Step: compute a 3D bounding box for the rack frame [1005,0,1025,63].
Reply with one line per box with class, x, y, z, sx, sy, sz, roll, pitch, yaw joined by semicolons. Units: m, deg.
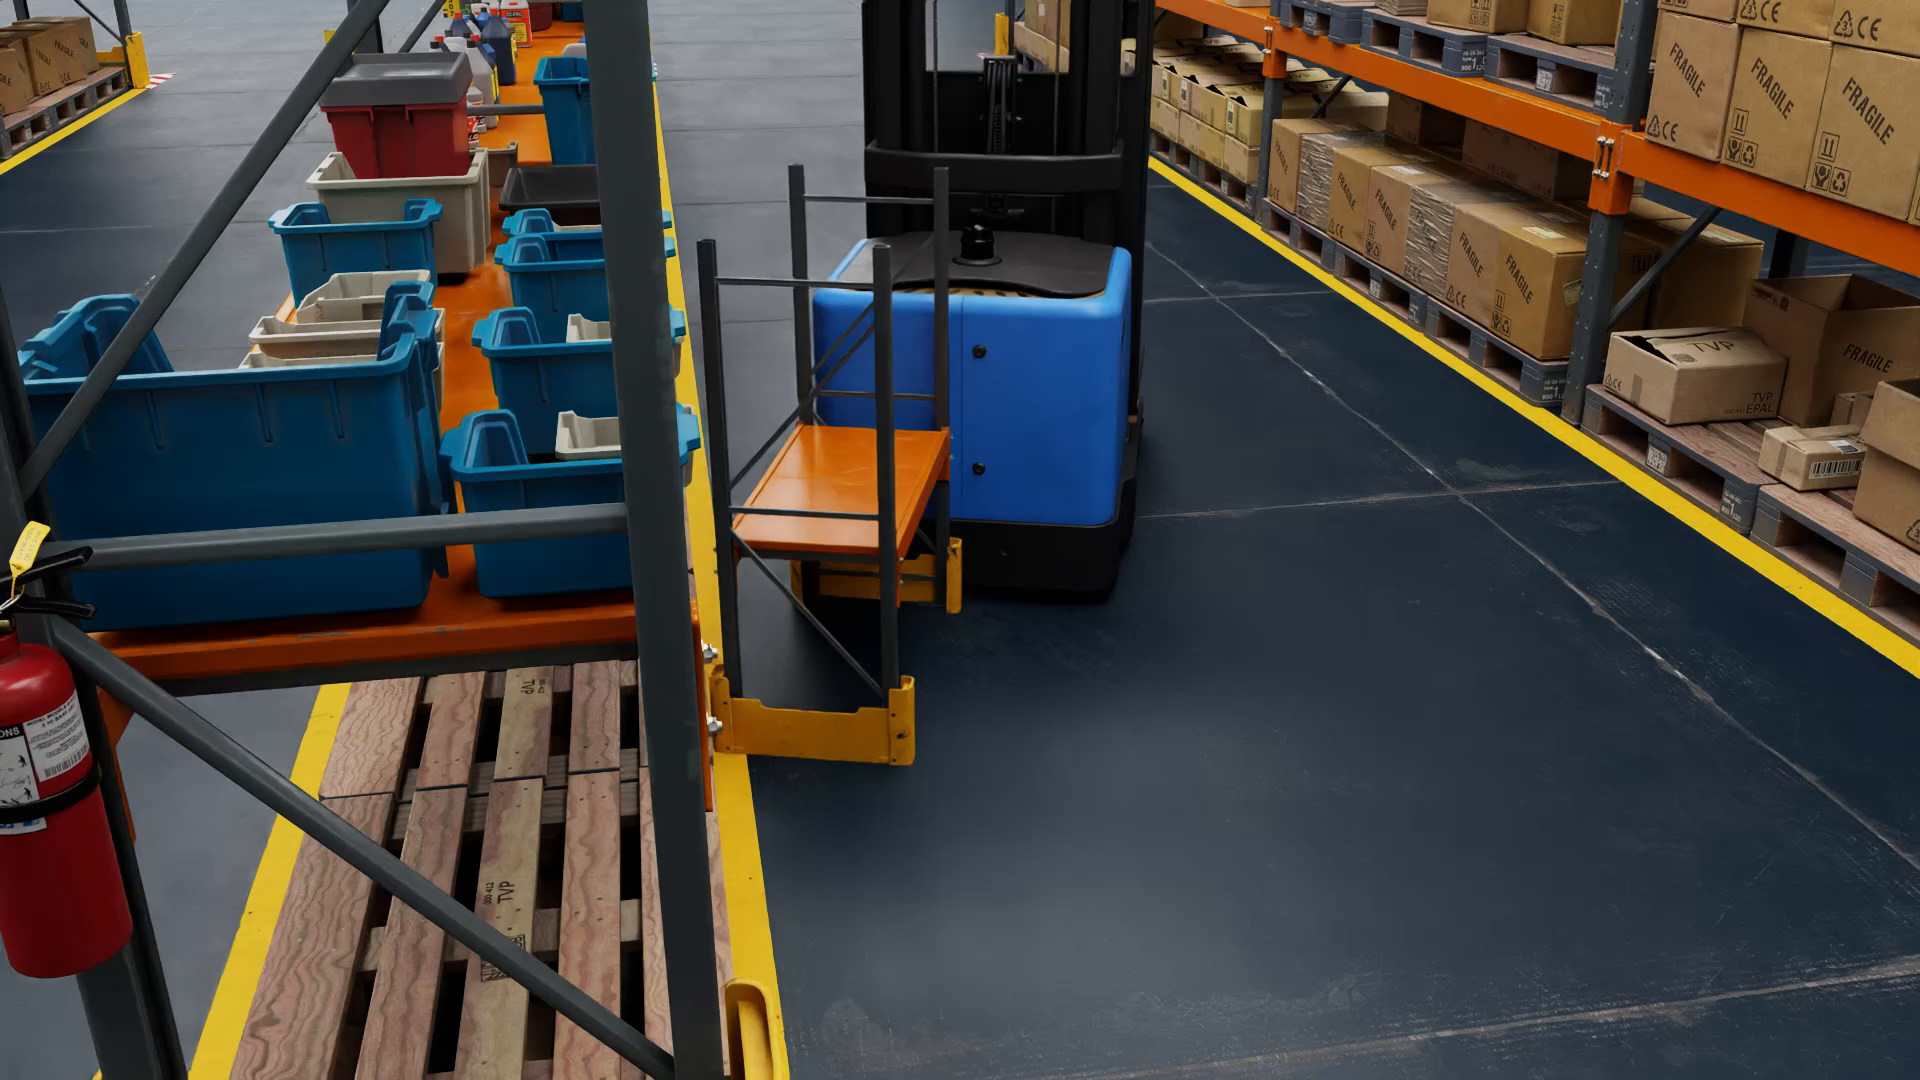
rack frame;0.990;-6.655;17.741;1.000;3.000;0.127;-4;24;-10

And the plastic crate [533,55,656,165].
plastic crate;-1.238;-1.432;5.726;0.392;0.384;0.575;-4;24;-10

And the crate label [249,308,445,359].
crate label;-1.363;-0.434;3.750;0.396;0.136;0.243;-4;24;-10

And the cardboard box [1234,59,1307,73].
cardboard box;2.368;-3.535;12.806;0.500;0.311;0.500;-5;24;-10

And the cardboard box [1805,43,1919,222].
cardboard box;3.224;-1.362;5.497;0.500;0.500;0.500;-4;24;-10

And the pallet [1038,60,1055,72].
pallet;1.395;-4.601;16.521;1.003;0.211;1.213;-4;24;-10

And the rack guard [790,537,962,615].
rack guard;-0.288;0.108;5.689;0.587;0.250;0.087;3;24;7

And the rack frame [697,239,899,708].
rack frame;-0.424;-0.069;4.534;0.500;1.500;0.032;3;24;7

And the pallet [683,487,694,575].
pallet;-1.485;-0.006;6.000;1.003;0.211;1.213;-4;24;-10

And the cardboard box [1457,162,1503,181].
cardboard box;3.072;-1.805;9.208;0.500;0.500;0.500;-5;24;-12

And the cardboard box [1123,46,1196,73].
cardboard box;1.649;-3.893;13.626;0.500;0.311;0.500;-5;24;-10

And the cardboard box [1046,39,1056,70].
cardboard box;1.147;-4.770;16.335;0.500;0.250;0.500;-4;24;-10

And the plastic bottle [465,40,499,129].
plastic bottle;-2.009;-1.896;6.904;0.144;0.351;0.185;-4;24;-10

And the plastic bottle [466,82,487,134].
plastic bottle;-1.998;-1.771;6.804;0.097;0.201;0.097;0;24;0

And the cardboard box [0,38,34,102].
cardboard box;-8.346;-4.021;14.307;0.500;0.500;0.500;-6;24;-14

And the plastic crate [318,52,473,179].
plastic crate;-1.741;-1.257;5.226;0.402;0.464;0.583;-4;24;-10

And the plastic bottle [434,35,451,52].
plastic bottle;-2.185;-1.958;7.046;0.144;0.351;0.185;-4;24;-10

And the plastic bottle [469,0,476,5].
plastic bottle;-2.621;-2.763;8.975;0.061;0.283;0.133;-4;24;-10

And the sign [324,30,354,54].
sign;-2.200;-1.657;5.951;0.100;0.325;0.005;-4;24;-10

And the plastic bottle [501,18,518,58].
plastic bottle;-2.432;-2.693;8.916;0.097;0.201;0.097;0;24;0

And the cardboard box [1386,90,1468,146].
cardboard box;2.888;-2.536;9.946;0.500;0.250;0.500;-3;24;-8

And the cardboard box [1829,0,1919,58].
cardboard box;3.210;-1.828;5.314;0.500;0.500;0.500;-5;24;-11

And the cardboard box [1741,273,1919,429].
cardboard box;3.594;-0.788;6.881;0.500;0.500;0.500;-4;24;-10

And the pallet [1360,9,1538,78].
pallet;2.834;-2.656;8.824;1.003;0.211;1.213;-4;24;-10

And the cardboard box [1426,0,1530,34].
cardboard box;2.822;-2.864;8.410;0.700;0.500;0.500;-11;26;-23

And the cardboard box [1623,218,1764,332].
cardboard box;3.359;-1.200;7.823;0.500;0.500;0.500;-5;24;-12

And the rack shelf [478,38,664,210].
rack shelf;-2.029;-2.027;8.043;1.077;0.370;4.000;-4;24;-10

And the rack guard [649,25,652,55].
rack guard;-3.818;-5.118;17.345;1.175;0.500;0.348;-4;24;-10

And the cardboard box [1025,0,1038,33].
cardboard box;0.965;-5.507;17.086;0.500;0.500;0.500;-4;24;-10

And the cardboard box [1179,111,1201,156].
cardboard box;1.944;-3.030;12.352;0.500;0.250;0.500;-4;24;-9

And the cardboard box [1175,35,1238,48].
cardboard box;2.087;-4.133;14.176;0.500;0.311;0.500;-4;24;-10

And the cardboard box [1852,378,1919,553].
cardboard box;3.562;-0.254;5.654;0.797;0.503;0.637;-4;24;-10

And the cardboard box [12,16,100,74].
cardboard box;-8.647;-4.724;15.916;0.500;0.500;0.500;0;24;0

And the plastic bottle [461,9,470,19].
plastic bottle;-2.528;-2.567;8.526;0.061;0.283;0.133;-4;24;-10

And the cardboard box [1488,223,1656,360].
cardboard box;2.837;-1.164;7.742;0.500;0.500;0.500;-4;24;-10

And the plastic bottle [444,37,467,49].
plastic bottle;-2.278;-2.131;7.536;0.152;0.276;0.135;-4;24;-10

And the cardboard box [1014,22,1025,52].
cardboard box;0.871;-5.360;17.686;0.500;0.250;0.500;-4;24;-10

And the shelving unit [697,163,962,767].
shelving unit;-0.356;-0.267;4.987;0.587;1.500;1.083;3;24;7

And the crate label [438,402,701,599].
crate label;-0.642;-0.069;2.795;0.416;0.233;0.303;-4;24;-10

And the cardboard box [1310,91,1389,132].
cardboard box;2.662;-2.926;11.411;0.500;0.311;0.500;-4;24;-8

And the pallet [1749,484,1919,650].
pallet;3.564;0.094;5.772;1.003;0.211;1.213;-4;24;-10

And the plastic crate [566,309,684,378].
plastic crate;-0.745;-0.424;3.728;0.250;0.136;0.298;-4;24;-10

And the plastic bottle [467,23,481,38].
plastic bottle;-2.380;-2.347;8.031;0.152;0.276;0.135;-4;24;-10

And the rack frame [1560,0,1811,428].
rack frame;3.209;-1.935;6.933;1.000;3.000;0.127;-4;24;-10

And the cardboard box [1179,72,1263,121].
cardboard box;1.938;-3.289;12.242;0.500;0.311;0.500;-4;24;-10

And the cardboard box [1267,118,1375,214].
cardboard box;2.273;-2.365;10.490;0.500;0.500;0.500;-3;24;-7

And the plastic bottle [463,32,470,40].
plastic bottle;-2.292;-2.229;7.767;0.097;0.271;0.097;0;24;0

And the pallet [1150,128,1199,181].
pallet;2.134;-3.036;12.938;1.003;0.211;1.213;-4;24;-10

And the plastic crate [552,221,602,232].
plastic crate;-1.042;-0.814;4.621;0.293;0.136;0.466;-4;24;-10

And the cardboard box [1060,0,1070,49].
cardboard box;1.252;-4.918;15.737;0.500;0.500;0.500;-4;24;-10

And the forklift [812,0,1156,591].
forklift;0.212;-1.725;6.537;1.130;2.935;3.031;3;24;7

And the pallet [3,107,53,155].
pallet;-8.165;-3.334;13.620;1.003;0.211;1.213;-4;24;-10

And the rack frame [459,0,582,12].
rack frame;-2.399;-3.144;9.700;1.000;3.000;0.127;-4;24;-10

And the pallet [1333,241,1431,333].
pallet;2.793;-1.455;9.319;1.003;0.211;1.213;-4;24;-10

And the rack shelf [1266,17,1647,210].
rack shelf;2.840;-2.392;8.879;1.077;0.370;4.000;-4;24;-10

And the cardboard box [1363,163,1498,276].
cardboard box;2.565;-1.757;9.098;0.500;0.500;0.500;-5;24;-12
